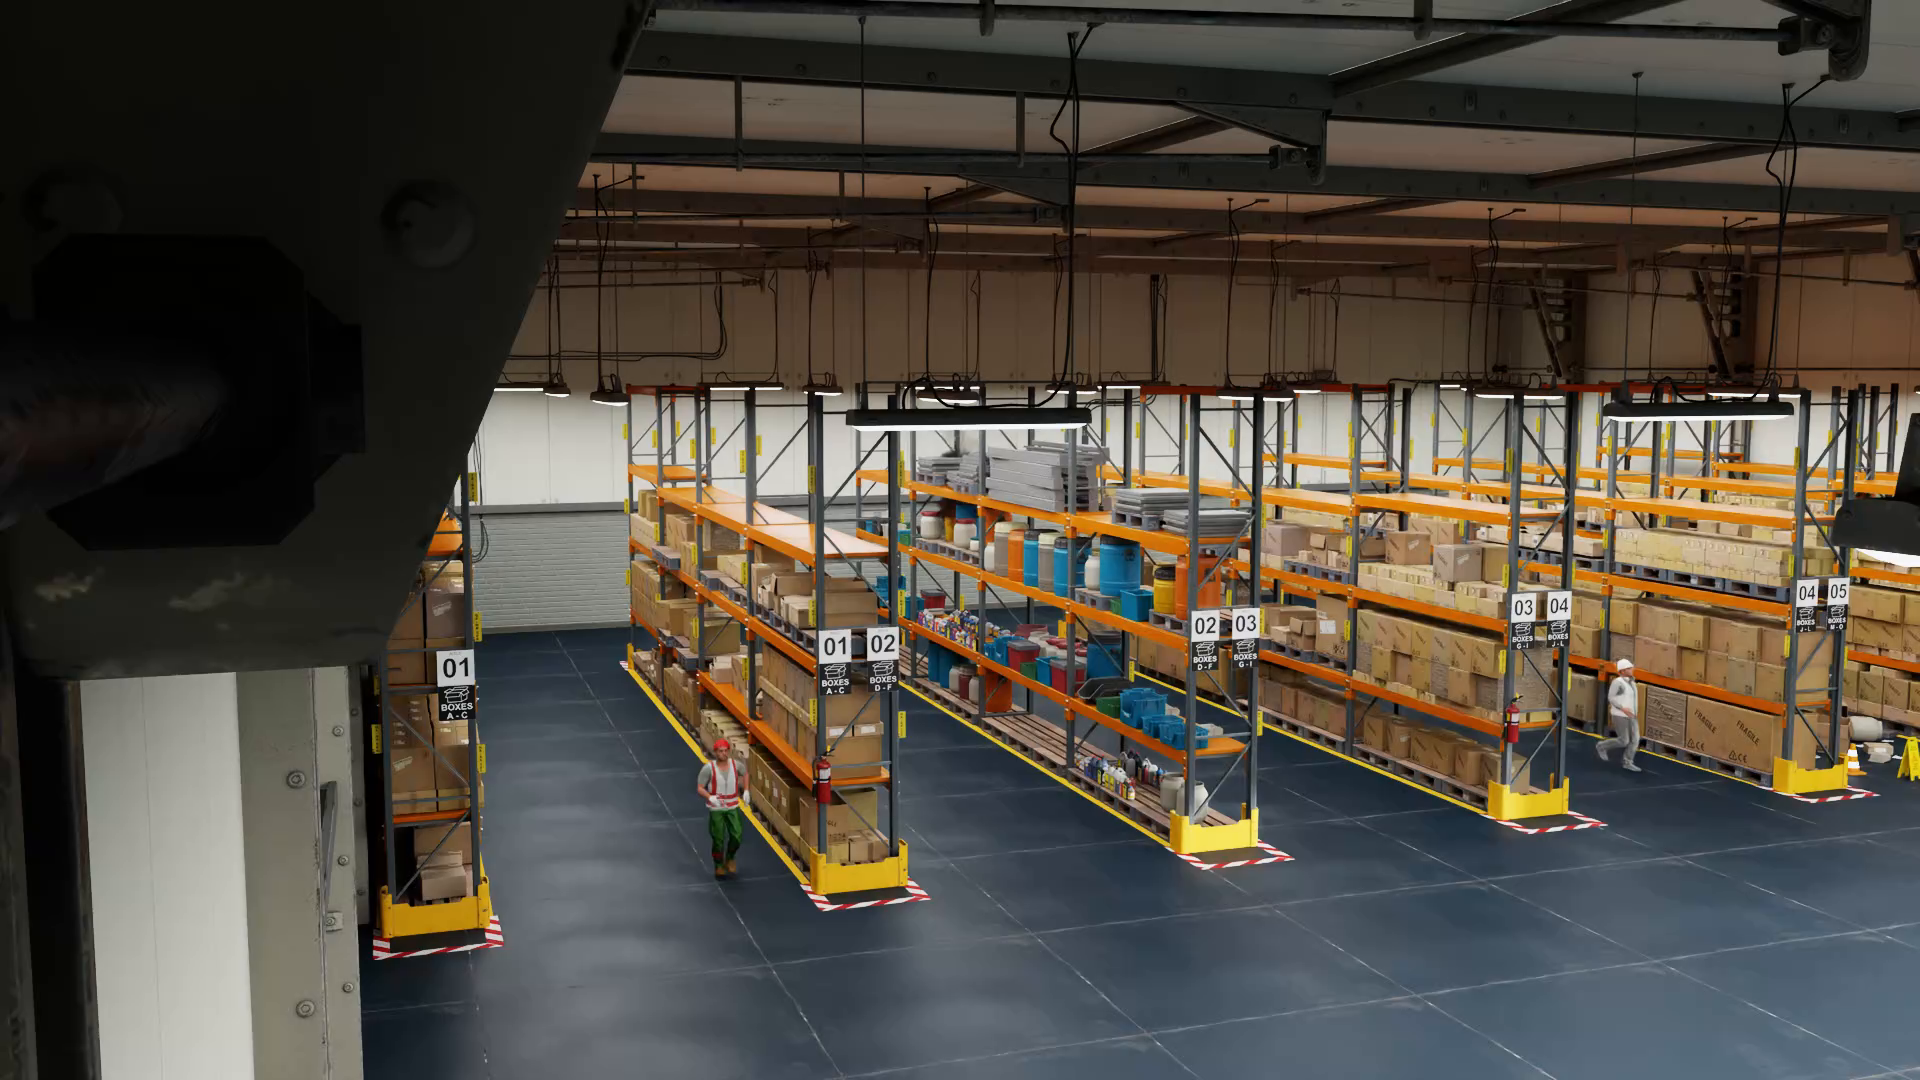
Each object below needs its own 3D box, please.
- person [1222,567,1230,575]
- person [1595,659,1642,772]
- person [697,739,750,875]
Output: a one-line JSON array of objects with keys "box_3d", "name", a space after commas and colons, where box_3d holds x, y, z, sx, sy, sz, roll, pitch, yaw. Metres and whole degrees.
[{"box_3d": [6.478, 1.345, 40.412, 0.595, 1.672, 0.820, 5, 7, 38], "name": "person"}, {"box_3d": [10.469, 2.756, 26.336, 0.667, 1.752, 0.740, -4, 7, -36], "name": "person"}, {"box_3d": [-2.893, 3.324, 20.566, 0.699, 1.743, 0.615, -2, 6, -21], "name": "person"}]
